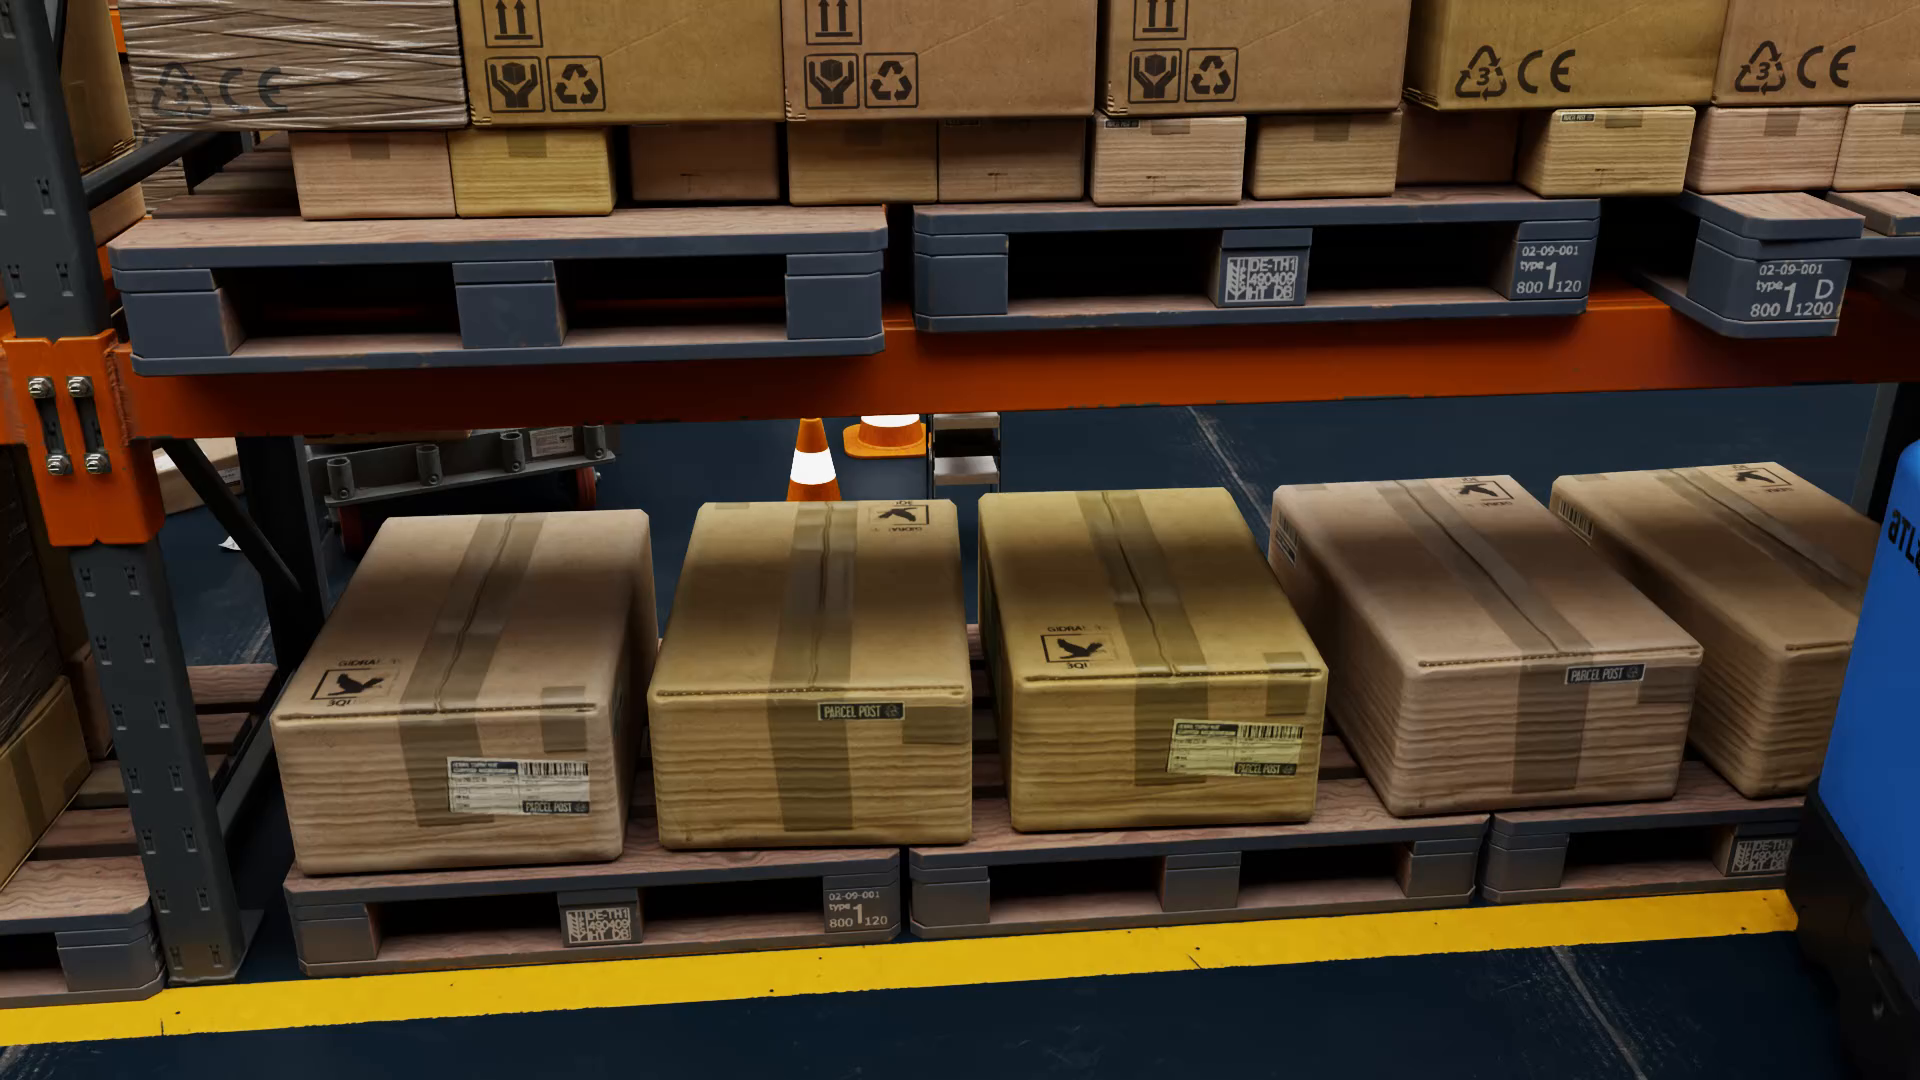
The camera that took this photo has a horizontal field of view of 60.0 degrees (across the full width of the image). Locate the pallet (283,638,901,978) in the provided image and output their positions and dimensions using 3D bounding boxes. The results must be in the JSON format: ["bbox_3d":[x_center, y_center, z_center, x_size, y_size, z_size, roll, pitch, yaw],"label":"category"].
[{"bbox_3d":[-0.767,0.547,3.759,1.213,0.211,1.003,-2,24,-5],"label":"pallet"}]

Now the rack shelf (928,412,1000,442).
[{"bbox_3d":[0.008,-0.381,5.081,0.200,0.077,0.258,-2,24,-5],"label":"rack shelf"}]

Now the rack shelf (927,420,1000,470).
[{"bbox_3d":[0.008,-0.299,5.118,0.200,0.077,0.258,-2,24,-5],"label":"rack shelf"}]

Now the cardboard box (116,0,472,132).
[{"bbox_3d":[-1.047,-0.972,2.737,0.500,0.500,0.500,-2,24,-4],"label":"cardboard box"}]

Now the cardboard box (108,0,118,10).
[{"bbox_3d":[-3.589,-2.736,7.528,0.550,0.550,0.875,-2,24,-5],"label":"cardboard box"}]

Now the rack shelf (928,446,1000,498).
[{"bbox_3d":[0.008,-0.217,5.155,0.200,0.077,0.258,-2,24,-5],"label":"rack shelf"}]

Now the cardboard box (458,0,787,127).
[{"bbox_3d":[-0.549,-0.992,2.782,0.500,0.500,0.500,-2,24,-5],"label":"cardboard box"}]

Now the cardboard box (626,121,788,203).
[{"bbox_3d":[-0.437,-0.716,2.959,0.250,0.149,0.380,-1,24,-2],"label":"cardboard box"}]

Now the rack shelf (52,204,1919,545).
[{"bbox_3d":[0.449,-0.447,3.447,4.000,0.370,1.077,-2,24,-5],"label":"rack shelf"}]

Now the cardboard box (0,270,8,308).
[{"bbox_3d":[-1.832,-0.445,2.867,0.250,0.149,0.380,-3,24,-6],"label":"cardboard box"}]

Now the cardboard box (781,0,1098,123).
[{"bbox_3d":[-0.055,-1.006,2.814,0.500,0.500,0.500,-2,24,-5],"label":"cardboard box"}]

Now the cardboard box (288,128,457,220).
[{"bbox_3d":[-0.961,-0.667,2.850,0.250,0.149,0.380,-2,24,-4],"label":"cardboard box"}]

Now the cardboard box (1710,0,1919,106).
[{"bbox_3d":[1.500,-1.073,2.965,0.500,0.500,0.500,-3,24,-6],"label":"cardboard box"}]

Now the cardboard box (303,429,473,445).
[{"bbox_3d":[-1.747,-0.618,5.091,0.500,0.500,0.500,-2,24,-5],"label":"cardboard box"}]

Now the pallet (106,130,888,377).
[{"bbox_3d":[-0.767,-0.580,3.097,1.213,0.211,1.003,-2,24,-5],"label":"pallet"}]

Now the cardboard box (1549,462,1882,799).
[{"bbox_3d":[1.876,0.172,3.888,0.625,0.372,0.950,-4,24,-9],"label":"cardboard box"}]

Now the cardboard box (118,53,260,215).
[{"bbox_3d":[-3.658,-1.879,7.883,0.875,0.875,0.875,-2,24,-5],"label":"cardboard box"}]

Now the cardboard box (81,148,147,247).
[{"bbox_3d":[-1.887,-0.698,3.436,0.250,0.149,0.380,-2,24,-5],"label":"cardboard box"}]

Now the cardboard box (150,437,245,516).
[{"bbox_3d":[-2.563,-0.281,5.555,0.258,0.266,0.396,22,32,40],"label":"cardboard box"}]

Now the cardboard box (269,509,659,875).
[{"bbox_3d":[-1.020,0.291,3.619,0.625,0.372,0.950,-2,24,-4],"label":"cardboard box"}]

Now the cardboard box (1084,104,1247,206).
[{"bbox_3d":[0.339,-0.708,2.941,0.250,0.149,0.380,-1,24,-3],"label":"cardboard box"}]

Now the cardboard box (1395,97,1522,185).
[{"bbox_3d":[0.844,-0.773,3.089,0.250,0.149,0.380,-2,24,-5],"label":"cardboard box"}]

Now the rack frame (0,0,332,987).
[{"bbox_3d":[-1.542,-0.695,3.122,0.127,3.000,1.000,-2,24,-5],"label":"rack frame"}]

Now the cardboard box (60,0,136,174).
[{"bbox_3d":[-2.007,-0.972,3.255,0.500,0.500,0.500,-2,24,-5],"label":"cardboard box"}]

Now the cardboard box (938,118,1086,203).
[{"bbox_3d":[0.070,-0.718,2.965,0.250,0.149,0.380,-2,24,-5],"label":"cardboard box"}]

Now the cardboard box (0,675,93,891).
[{"bbox_3d":[-2.104,0.501,3.297,0.500,0.250,0.500,-1,24,-3],"label":"cardboard box"}]

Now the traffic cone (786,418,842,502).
[{"bbox_3d":[-0.445,-0.152,5.021,0.334,0.463,0.336,-2,24,-5],"label":"traffic cone"}]

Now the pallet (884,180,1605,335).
[{"bbox_3d":[0.473,-0.672,3.305,1.213,0.211,1.003,-2,24,-5],"label":"pallet"}]

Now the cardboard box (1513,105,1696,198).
[{"bbox_3d":[1.106,-0.732,2.997,0.250,0.149,0.380,-2,24,-4],"label":"cardboard box"}]

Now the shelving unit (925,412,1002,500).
[{"bbox_3d":[0.008,-0.412,5.068,0.210,0.900,0.258,-2,24,-5],"label":"shelving unit"}]

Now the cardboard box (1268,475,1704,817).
[{"bbox_3d":[1.142,0.205,3.814,0.625,0.372,0.950,-3,24,-6],"label":"cardboard box"}]

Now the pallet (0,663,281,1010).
[{"bbox_3d":[-2.207,0.620,3.595,1.213,0.211,1.003,-2,24,-5],"label":"pallet"}]

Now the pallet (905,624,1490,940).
[{"bbox_3d":[0.450,0.497,3.872,1.213,0.211,1.003,-2,24,-5],"label":"pallet"}]

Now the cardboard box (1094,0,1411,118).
[{"bbox_3d":[0.455,-1.031,2.870,0.500,0.500,0.500,-3,24,-7],"label":"cardboard box"}]

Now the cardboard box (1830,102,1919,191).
[{"bbox_3d":[1.630,-0.756,3.050,0.250,0.149,0.380,-2,24,-6],"label":"cardboard box"}]

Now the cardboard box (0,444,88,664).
[{"bbox_3d":[-2.155,-0.059,3.635,0.500,0.500,0.500,-1,24,-3],"label":"cardboard box"}]

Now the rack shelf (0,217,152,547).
[{"bbox_3d":[-3.532,-0.287,3.088,4.000,0.370,1.077,-2,24,-5],"label":"rack shelf"}]

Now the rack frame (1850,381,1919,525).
[{"bbox_3d":[2.439,-0.855,3.481,0.127,3.000,1.000,-2,24,-5],"label":"rack frame"}]

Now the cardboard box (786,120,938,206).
[{"bbox_3d":[-0.177,-0.709,2.944,0.250,0.149,0.380,-2,24,-4],"label":"cardboard box"}]

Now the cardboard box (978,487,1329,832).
[{"bbox_3d":[0.387,0.233,3.751,0.625,0.372,0.950,-2,24,-3],"label":"cardboard box"}]

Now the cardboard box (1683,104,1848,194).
[{"bbox_3d":[1.379,-0.749,3.035,0.250,0.149,0.380,-3,24,-8],"label":"cardboard box"}]

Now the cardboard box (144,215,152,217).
[{"bbox_3d":[-3.573,-1.074,7.048,0.500,0.500,0.500,2,24,4],"label":"cardboard box"}]

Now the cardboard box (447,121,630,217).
[{"bbox_3d":[-0.711,-0.673,2.864,0.250,0.149,0.380,-2,24,-4],"label":"cardboard box"}]

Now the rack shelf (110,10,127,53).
[{"bbox_3d":[-4.119,-2.284,7.580,4.000,0.370,1.077,-2,24,-5],"label":"rack shelf"}]

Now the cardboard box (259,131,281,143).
[{"bbox_3d":[-2.762,-1.916,7.967,0.875,0.875,0.875,-2,24,-4],"label":"cardboard box"}]

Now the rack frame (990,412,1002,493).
[{"bbox_3d":[0.109,-0.416,5.077,0.006,0.900,0.240,-2,24,-5],"label":"rack frame"}]

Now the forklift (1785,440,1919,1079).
[{"bbox_3d":[2.042,0.054,1.520,1.130,2.935,3.031,3,24,7],"label":"forklift"}]

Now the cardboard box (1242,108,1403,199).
[{"bbox_3d":[0.602,-0.730,2.992,0.250,0.149,0.380,-3,24,-7],"label":"cardboard box"}]

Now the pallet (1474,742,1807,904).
[{"bbox_3d":[1.661,0.450,3.978,1.213,0.211,1.003,-2,24,-5],"label":"pallet"}]

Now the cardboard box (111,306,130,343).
[{"bbox_3d":[-3.093,-0.591,5.793,0.503,0.637,0.797,-2,24,-5],"label":"cardboard box"}]

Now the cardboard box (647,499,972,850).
[{"bbox_3d":[-0.305,0.261,3.687,0.625,0.372,0.950,-1,24,-2],"label":"cardboard box"}]

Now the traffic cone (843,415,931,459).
[{"bbox_3d":[-0.255,-0.567,5.957,0.334,0.463,0.336,-2,24,-5],"label":"traffic cone"}]

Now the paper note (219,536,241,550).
[{"bbox_3d":[-2.237,-0.007,5.228,0.142,0.019,0.148,-2,24,-5],"label":"paper note"}]

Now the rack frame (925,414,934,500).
[{"bbox_3d":[-0.093,-0.407,5.059,0.006,0.900,0.240,-2,24,-5],"label":"rack frame"}]

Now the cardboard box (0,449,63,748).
[{"bbox_3d":[-2.104,0.159,3.145,0.500,0.500,0.500,-3,24,-6],"label":"cardboard box"}]

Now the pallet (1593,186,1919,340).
[{"bbox_3d":[1.740,-0.696,3.359,1.003,0.211,1.213,-2,24,-5],"label":"pallet"}]

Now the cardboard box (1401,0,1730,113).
[{"bbox_3d":[0.998,-1.052,2.918,0.500,0.500,0.500,-4,24,-9],"label":"cardboard box"}]

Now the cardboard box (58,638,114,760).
[{"bbox_3d":[-2.155,0.284,3.787,0.500,0.250,0.500,-3,24,-8],"label":"cardboard box"}]

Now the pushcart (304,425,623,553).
[{"bbox_3d":[-1.816,-0.417,5.723,0.936,0.377,1.648,-11,26,-23],"label":"pushcart"}]
